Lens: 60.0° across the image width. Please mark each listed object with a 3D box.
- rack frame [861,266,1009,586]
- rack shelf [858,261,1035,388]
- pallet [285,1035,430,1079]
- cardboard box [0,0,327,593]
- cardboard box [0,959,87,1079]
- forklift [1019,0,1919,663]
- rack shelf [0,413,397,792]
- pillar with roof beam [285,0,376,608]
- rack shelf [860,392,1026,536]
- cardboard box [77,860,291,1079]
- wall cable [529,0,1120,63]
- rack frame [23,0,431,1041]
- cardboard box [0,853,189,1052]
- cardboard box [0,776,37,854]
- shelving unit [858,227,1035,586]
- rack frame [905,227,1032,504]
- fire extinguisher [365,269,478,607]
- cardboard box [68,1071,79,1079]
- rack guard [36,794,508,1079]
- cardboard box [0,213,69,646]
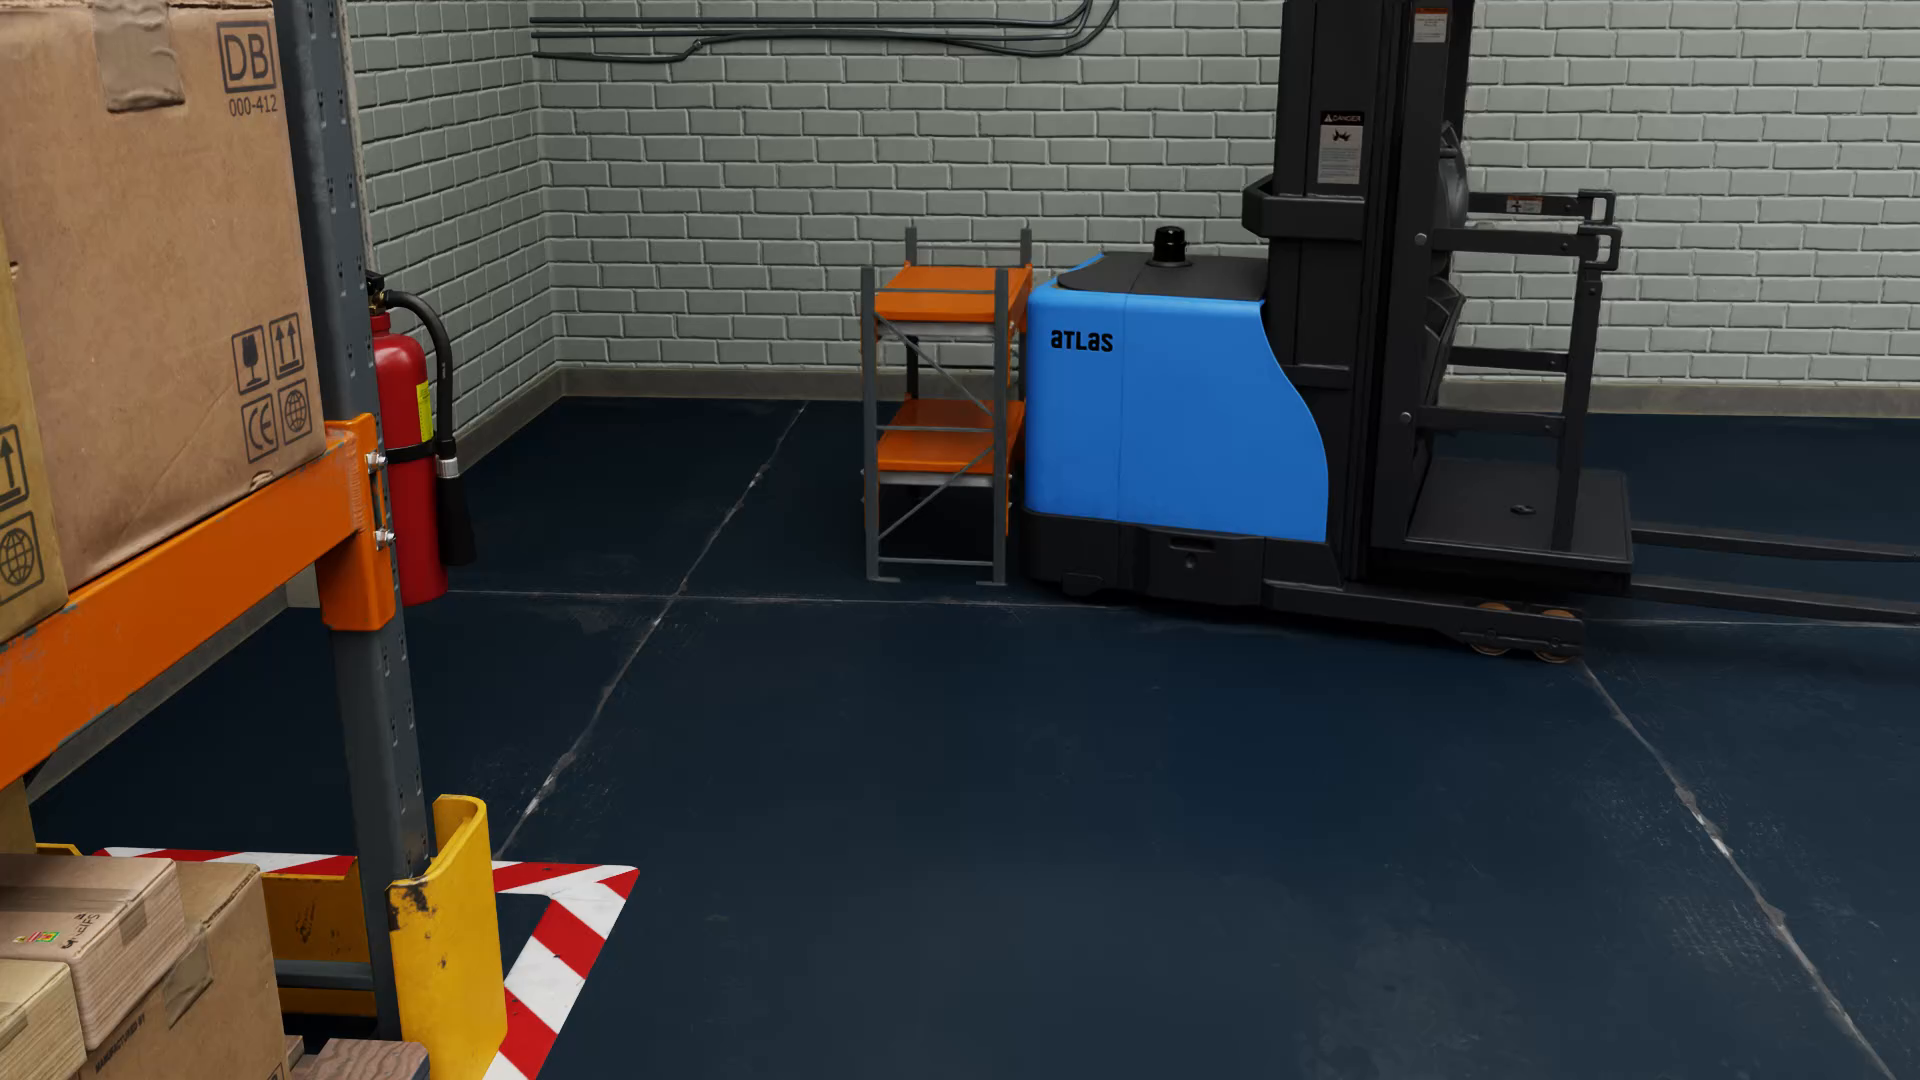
[{"bbox_3d":[-0.086,-0.384,5.787,0.500,1.125,0.032,2,18,6],"label":"rack frame"},{"bbox_3d":[-0.026,-0.819,6.175,0.538,0.278,1.000,2,18,6],"label":"rack shelf"},{"bbox_3d":[-1.491,1.178,2.488,1.003,0.211,1.213,1,18,4],"label":"pallet"},{"bbox_3d":[-1.538,-0.381,2.286,0.980,0.700,0.700,2,18,6],"label":"cardboard box"},{"bbox_3d":[-1.307,0.626,1.993,0.380,0.149,0.250,2,18,5],"label":"cardboard box"},{"bbox_3d":[1.783,-1.191,5.350,3.031,2.935,1.130,6,19,19],"label":"forklift"},{"bbox_3d":[-1.655,0.566,1.033,1.077,0.370,4.000,1,18,4],"label":"rack shelf"},{"bbox_3d":[2.113,-4.010,4.208,9.100,9.000,0.400,1,18,4],"label":"pillar with roof beam"},{"bbox_3d":[-0.026,-0.308,6.343,0.538,0.278,1.000,2,18,6],"label":"rack shelf"},{"bbox_3d":[-1.462,0.811,2.471,0.700,0.500,0.500,1,18,4],"label":"cardboard box"},{"bbox_3d":[-0.750,-3.521,7.703,3.097,2.526,0.112,1,18,4],"label":"wall cable"},{"bbox_3d":[-1.512,-0.397,2.817,1.000,3.000,0.127,1,18,4],"label":"rack frame"},{"bbox_3d":[-1.289,0.547,2.236,0.380,0.149,0.250,1,18,3],"label":"cardboard box"},{"bbox_3d":[-1.653,0.459,2.502,0.380,0.149,0.250,1,18,4],"label":"cardboard box"},{"bbox_3d":[-0.026,-0.541,6.267,0.538,1.125,1.048,2,18,6],"label":"shelving unit"},{"bbox_3d":[0.033,-0.698,6.746,0.500,1.125,0.032,2,18,6],"label":"rack frame"},{"bbox_3d":[-1.040,-0.220,2.999,0.296,0.674,0.183,1,18,4],"label":"fire extinguisher"},{"bbox_3d":[-1.498,0.966,1.996,0.700,0.500,0.500,1,18,4],"label":"cardboard box"},{"bbox_3d":[-1.510,0.783,3.229,1.175,0.500,0.348,1,18,4],"label":"rack guard"},{"bbox_3d":[-1.579,-0.155,1.596,0.980,0.700,0.700,1,18,3],"label":"cardboard box"}]
